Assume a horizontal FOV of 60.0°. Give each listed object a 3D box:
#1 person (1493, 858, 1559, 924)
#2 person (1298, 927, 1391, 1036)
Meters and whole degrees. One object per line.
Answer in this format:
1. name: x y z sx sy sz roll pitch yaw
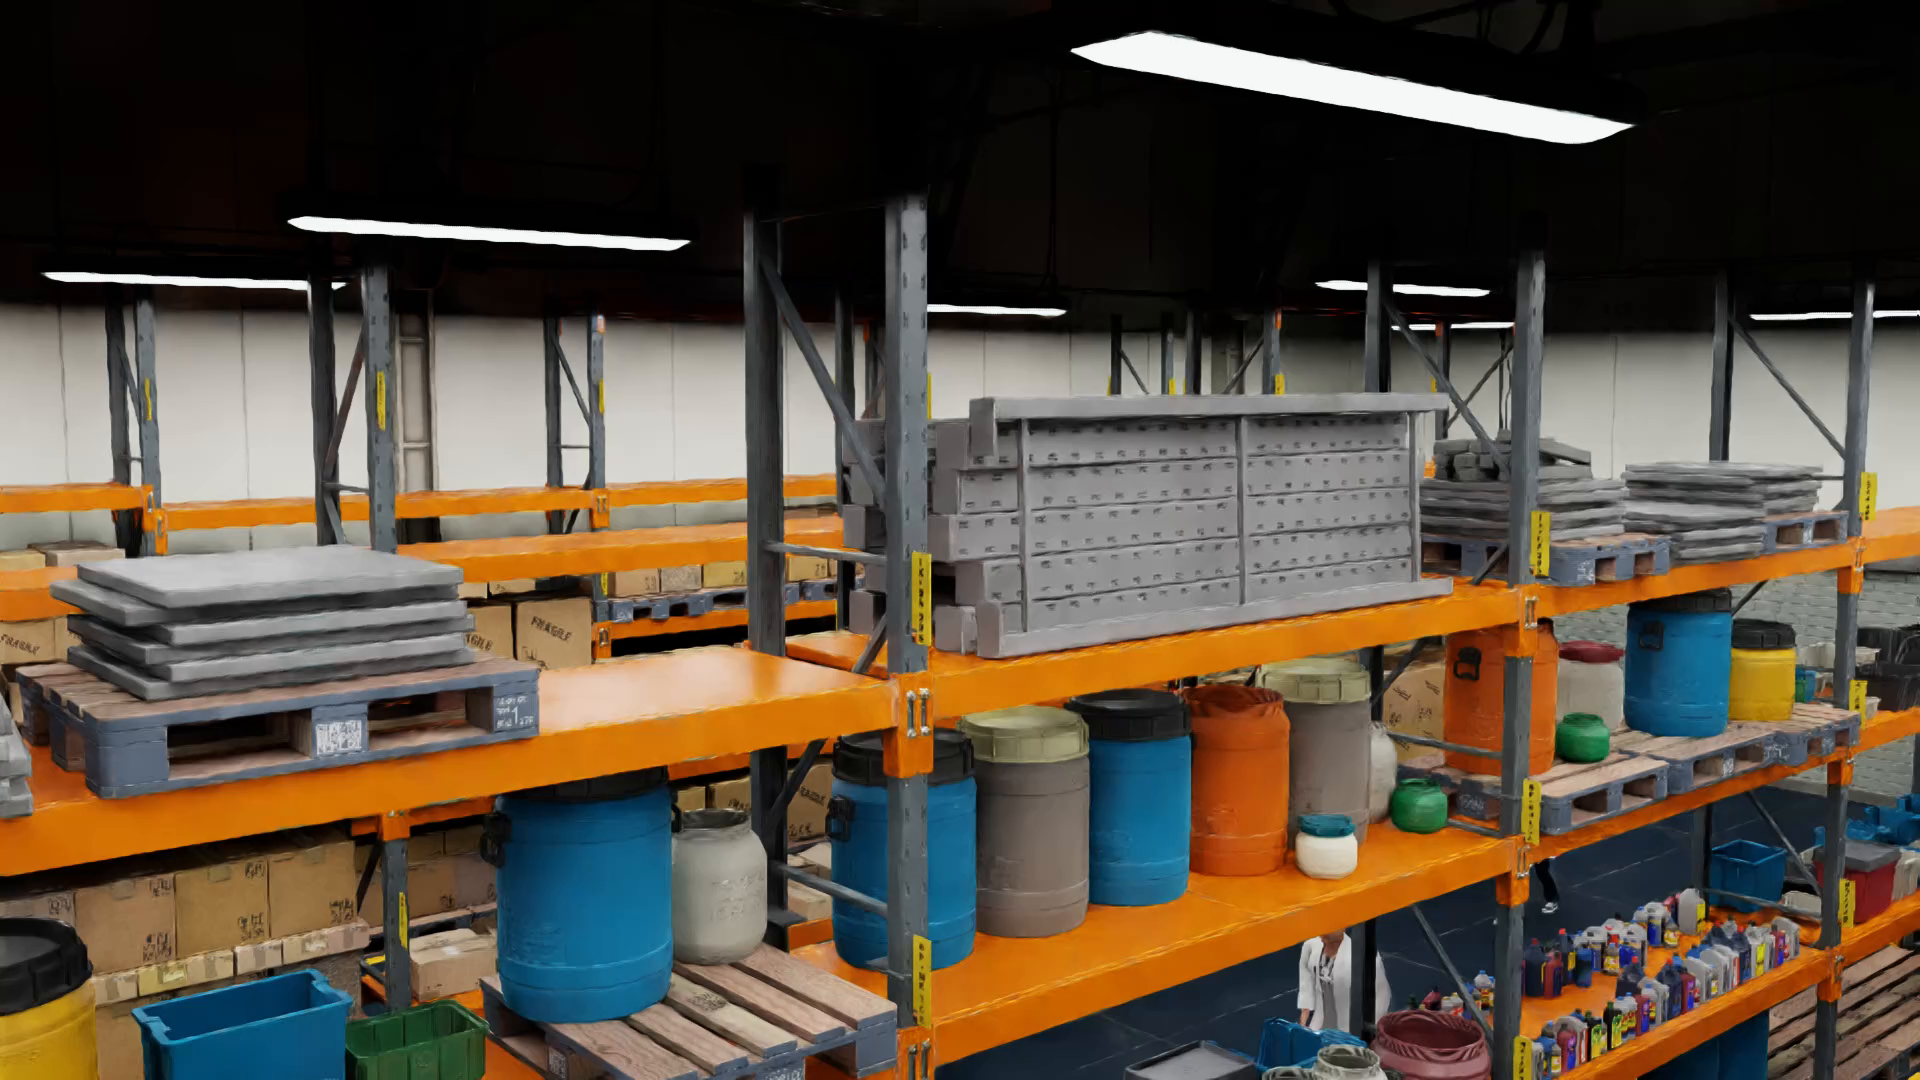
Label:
1. person: 5.436 2.871 15.808 0.947 1.539 0.432 -5 7 -41
2. person: 2.551 3.242 11.096 0.546 1.733 0.729 -5 7 -41
